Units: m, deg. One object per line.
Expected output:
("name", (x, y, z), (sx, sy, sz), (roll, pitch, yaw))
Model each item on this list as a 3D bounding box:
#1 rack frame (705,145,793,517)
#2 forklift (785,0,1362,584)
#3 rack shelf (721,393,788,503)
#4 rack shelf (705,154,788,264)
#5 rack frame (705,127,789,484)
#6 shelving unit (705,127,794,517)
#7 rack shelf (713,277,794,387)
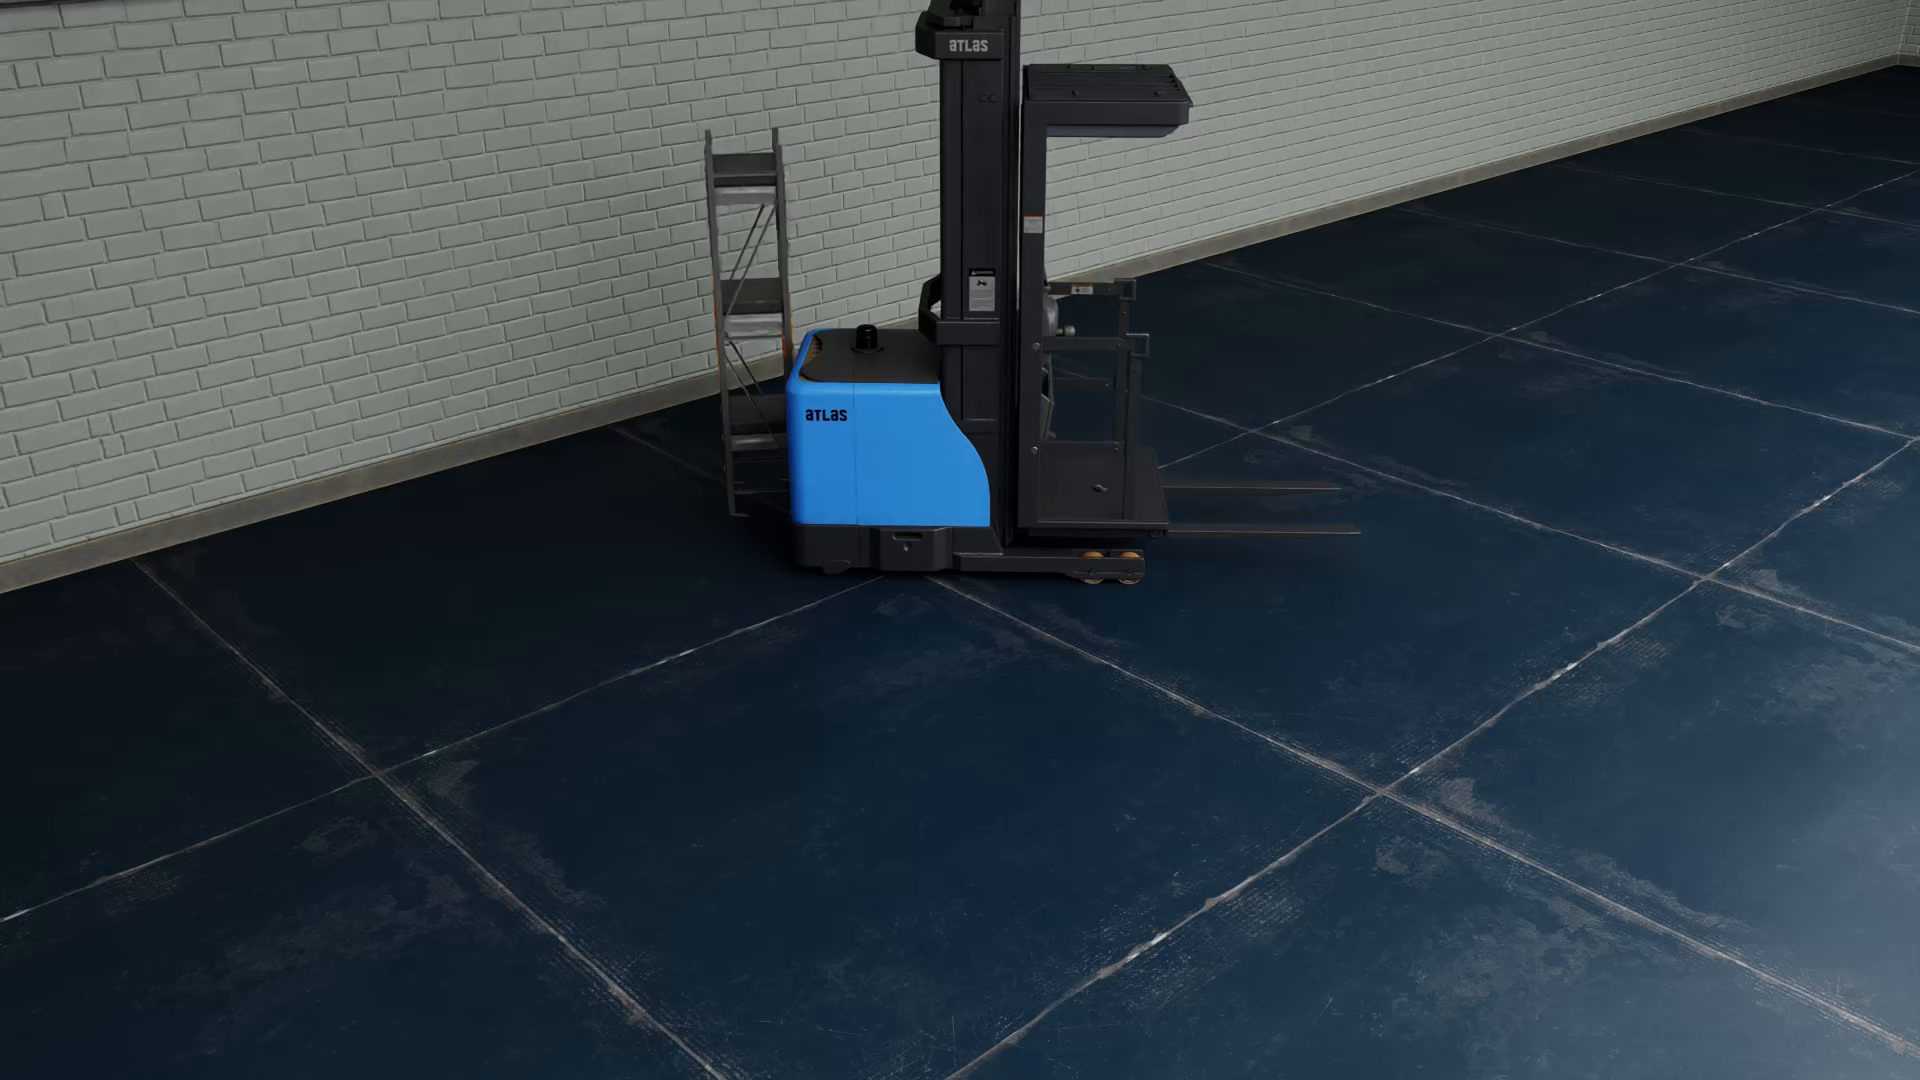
("rack frame", (-1.129, -1.106, 9.139), (0.400, 2.100, 0.015), (-4, 25, -7))
("forklift", (0.623, -1.326, 8.624), (3.031, 2.935, 1.130), (1, 25, 2))
("rack shelf", (-1.160, -0.556, 9.653), (0.431, 0.518, 0.480), (-4, 25, -7))
("rack shelf", (-1.166, -1.831, 9.076), (0.431, 0.518, 0.480), (-4, 25, -7))
("rack frame", (-1.197, -1.305, 9.579), (0.400, 2.100, 0.015), (-4, 25, -7))
("shelving unit", (-1.163, -1.206, 9.359), (0.431, 2.100, 0.503), (-4, 25, -7))
("rack shelf", (-1.163, -1.193, 9.364), (0.431, 0.518, 0.480), (-4, 25, -7))
